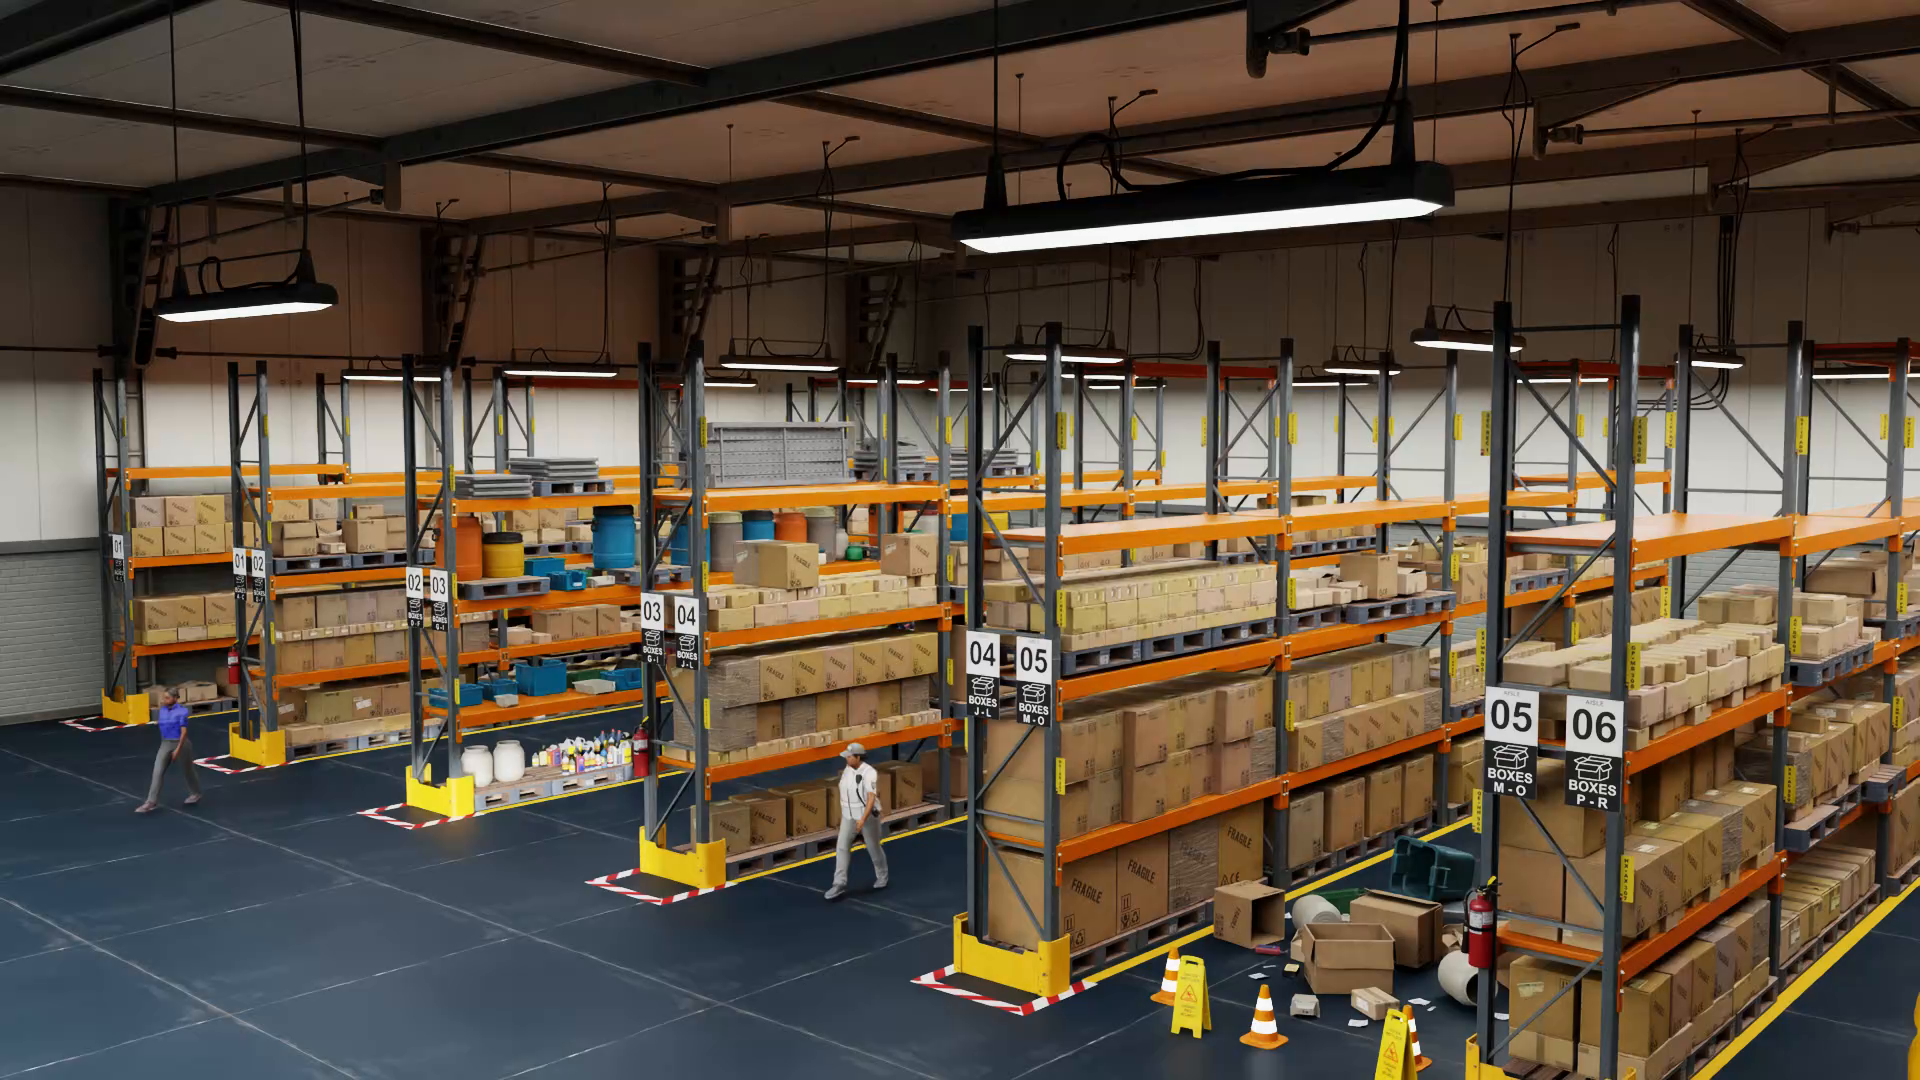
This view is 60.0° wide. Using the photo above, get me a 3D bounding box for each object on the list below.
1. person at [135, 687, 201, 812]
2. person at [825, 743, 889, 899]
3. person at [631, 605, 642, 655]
[{"bbox_3d":[-10.388,2.729,21.868,0.487,1.602,0.980,0,4,5],"label":"person"},{"bbox_3d":[-1.124,3.007,18.016,0.508,1.623,0.931,3,5,33],"label":"person"},{"bbox_3d":[-6.298,1.974,32.434,0.565,1.623,0.625,4,6,44],"label":"person"}]
